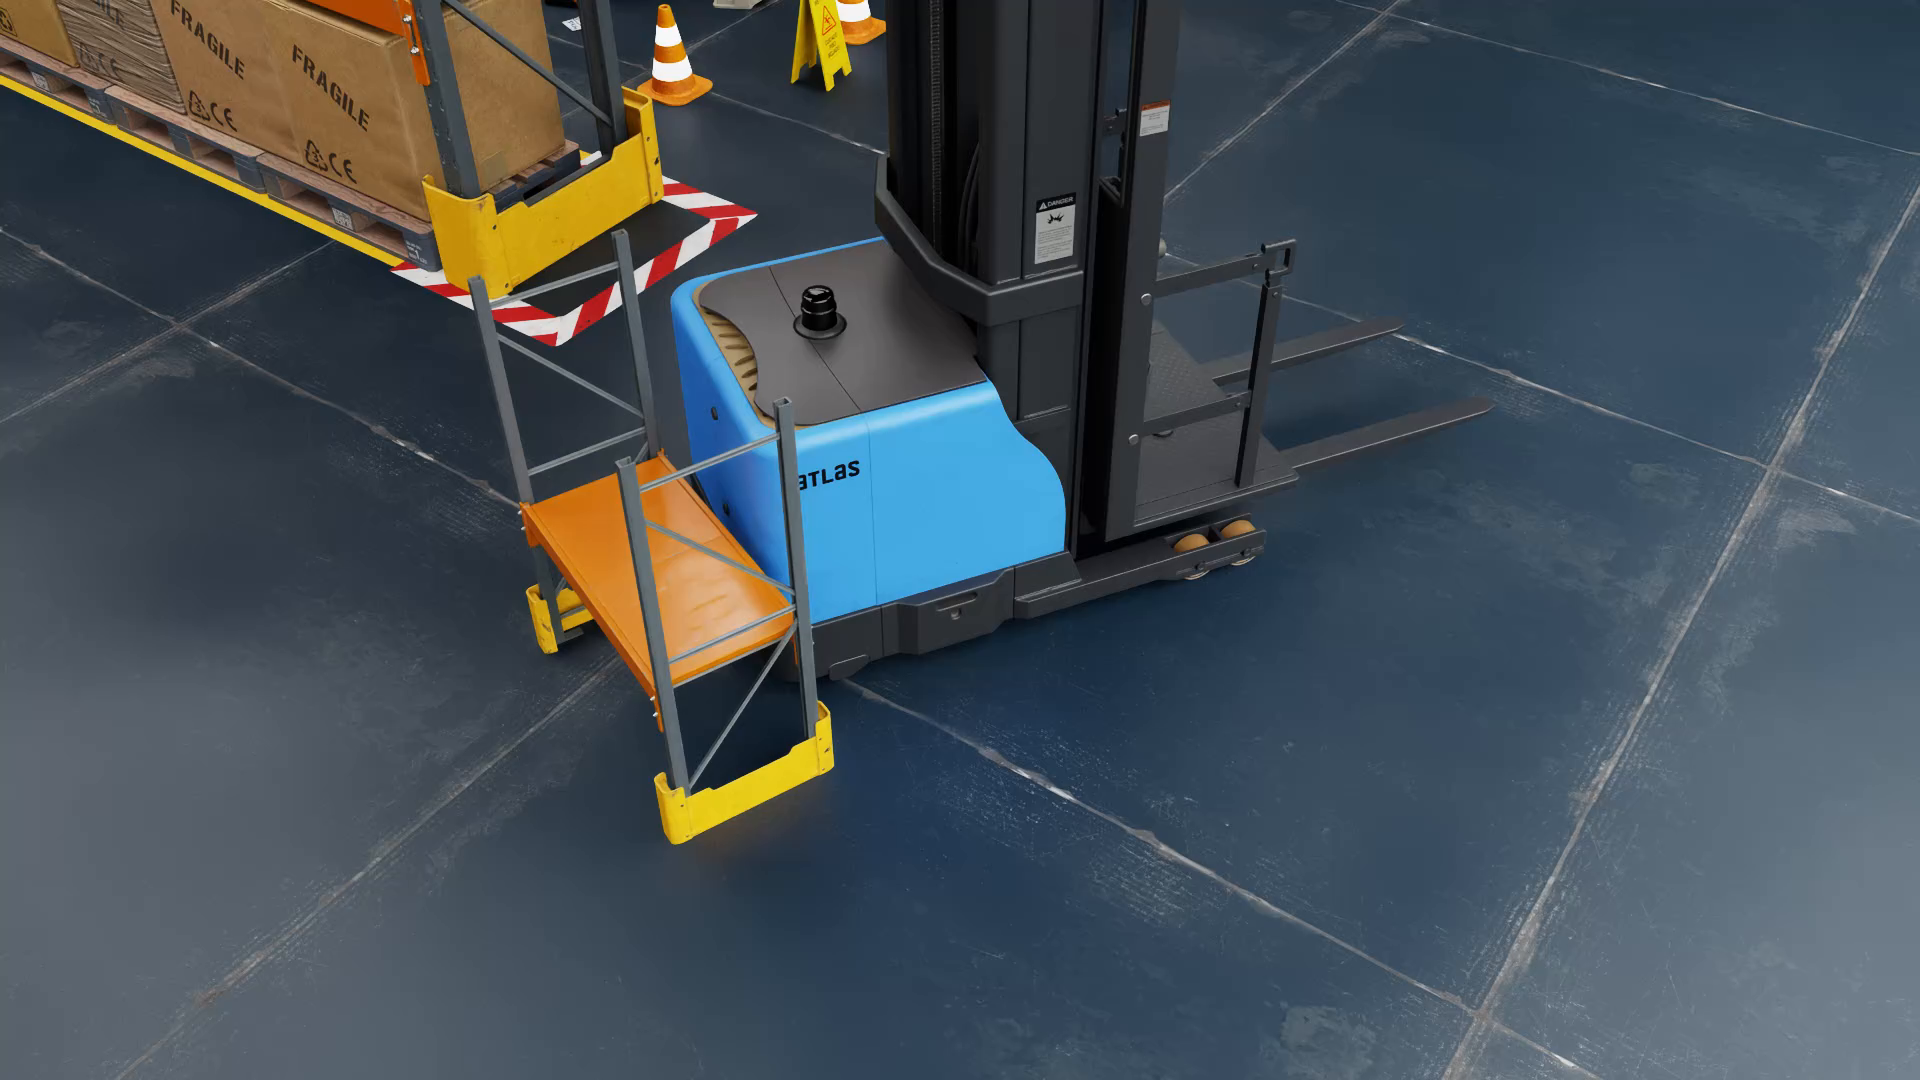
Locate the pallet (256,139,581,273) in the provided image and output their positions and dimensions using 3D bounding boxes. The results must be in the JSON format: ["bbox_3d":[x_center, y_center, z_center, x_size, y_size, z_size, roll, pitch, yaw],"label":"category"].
[{"bbox_3d":[-2.617,-1.797,8.100,1.213,0.211,1.003,25,48,25],"label":"pallet"}]

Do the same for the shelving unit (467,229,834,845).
[{"bbox_3d":[-0.947,-0.011,5.137,0.587,1.500,1.083,-24,47,-24],"label":"shelving unit"}]

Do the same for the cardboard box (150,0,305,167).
[{"bbox_3d":[-3.232,-2.497,8.069,0.875,0.875,0.875,24,47,25],"label":"cardboard box"}]

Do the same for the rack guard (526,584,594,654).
[{"bbox_3d":[-1.222,0.178,5.863,0.587,0.250,0.087,-24,47,-24],"label":"rack guard"}]

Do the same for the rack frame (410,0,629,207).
[{"bbox_3d":[-1.917,-2.573,6.875,0.127,3.000,1.000,25,48,25],"label":"rack frame"}]

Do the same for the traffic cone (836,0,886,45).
[{"bbox_3d":[-0.609,-3.092,9.359,0.334,0.463,0.336,25,48,25],"label":"traffic cone"}]

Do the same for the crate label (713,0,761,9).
[{"bbox_3d":[-1.289,-3.238,9.766,0.298,0.136,0.250,3,42,4],"label":"crate label"}]

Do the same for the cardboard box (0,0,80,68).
[{"bbox_3d":[-4.717,-3.190,8.844,0.875,0.875,0.875,26,48,26],"label":"cardboard box"}]

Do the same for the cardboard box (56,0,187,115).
[{"bbox_3d":[-3.977,-2.847,8.460,0.875,0.875,0.875,25,48,26],"label":"cardboard box"}]

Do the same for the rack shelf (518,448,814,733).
[{"bbox_3d":[-0.942,0.128,5.251,0.538,0.185,1.000,-24,47,-24],"label":"rack shelf"}]

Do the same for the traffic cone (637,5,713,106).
[{"bbox_3d":[-1.537,-2.606,8.815,0.334,0.463,0.336,25,48,25],"label":"traffic cone"}]

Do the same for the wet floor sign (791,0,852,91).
[{"bbox_3d":[-0.757,-2.765,8.856,0.232,0.644,0.267,17,45,18],"label":"wet floor sign"}]

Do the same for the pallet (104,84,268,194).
[{"bbox_3d":[-3.611,-2.264,8.622,1.213,0.211,1.003,25,48,25],"label":"pallet"}]

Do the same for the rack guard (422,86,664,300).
[{"bbox_3d":[-1.897,-1.632,7.699,0.348,0.500,1.175,25,48,25],"label":"rack guard"}]

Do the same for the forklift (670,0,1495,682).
[{"bbox_3d":[0.573,-1.257,5.456,3.031,2.935,1.130,-16,44,-17],"label":"forklift"}]

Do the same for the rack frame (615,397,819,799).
[{"bbox_3d":[-0.660,0.277,4.816,0.500,1.500,0.032,-24,47,-24],"label":"rack frame"}]

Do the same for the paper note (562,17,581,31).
[{"bbox_3d":[-2.192,-2.977,9.555,0.144,0.017,0.142,-25,48,-25],"label":"paper note"}]

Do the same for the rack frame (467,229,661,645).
[{"bbox_3d":[-1.223,-0.288,5.447,0.500,1.500,0.032,-24,47,-24],"label":"rack frame"}]

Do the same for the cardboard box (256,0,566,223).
[{"bbox_3d":[-2.510,-2.161,7.694,0.875,0.875,0.875,25,48,26],"label":"cardboard box"}]

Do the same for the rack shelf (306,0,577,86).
[{"bbox_3d":[-3.555,-3.070,7.971,4.000,0.370,1.077,25,48,25],"label":"rack shelf"}]

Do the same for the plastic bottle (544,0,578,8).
[{"bbox_3d":[-2.350,-3.196,9.776,0.283,0.061,0.133,10,43,11],"label":"plastic bottle"}]

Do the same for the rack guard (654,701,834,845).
[{"bbox_3d":[-0.671,0.732,5.245,0.587,0.250,0.087,-24,47,-24],"label":"rack guard"}]

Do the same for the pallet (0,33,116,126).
[{"bbox_3d":[-4.614,-2.731,9.144,1.213,0.211,1.003,25,48,25],"label":"pallet"}]
